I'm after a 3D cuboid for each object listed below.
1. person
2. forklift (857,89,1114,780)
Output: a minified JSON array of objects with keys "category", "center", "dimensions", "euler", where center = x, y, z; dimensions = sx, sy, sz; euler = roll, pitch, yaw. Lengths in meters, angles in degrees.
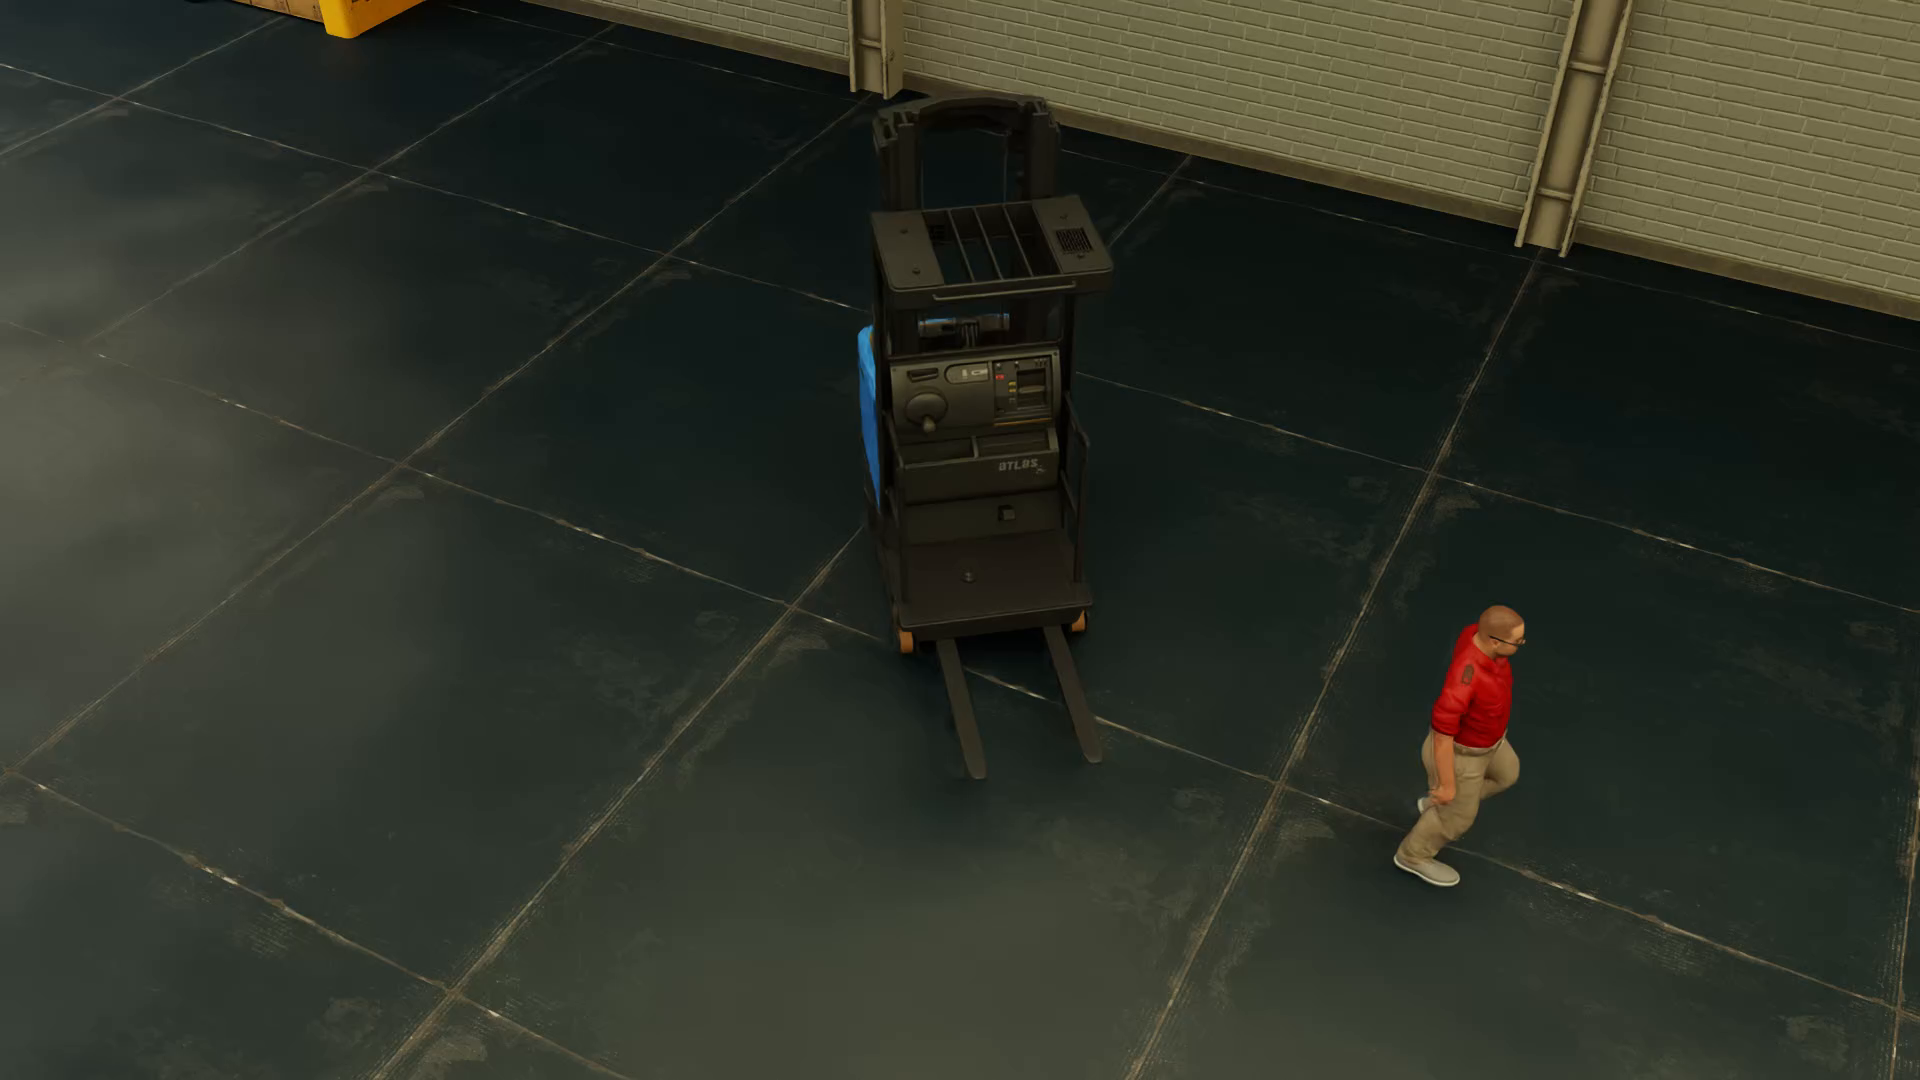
[{"category":"person","center":[2.420,0.970,7.798],"dimensions":[0.467,1.726,0.666],"euler":[15,42,17]},{"category":"forklift","center":[0.129,-0.730,8.853],"dimensions":[1.130,2.935,3.031],"euler":[-7,41,-8]}]
